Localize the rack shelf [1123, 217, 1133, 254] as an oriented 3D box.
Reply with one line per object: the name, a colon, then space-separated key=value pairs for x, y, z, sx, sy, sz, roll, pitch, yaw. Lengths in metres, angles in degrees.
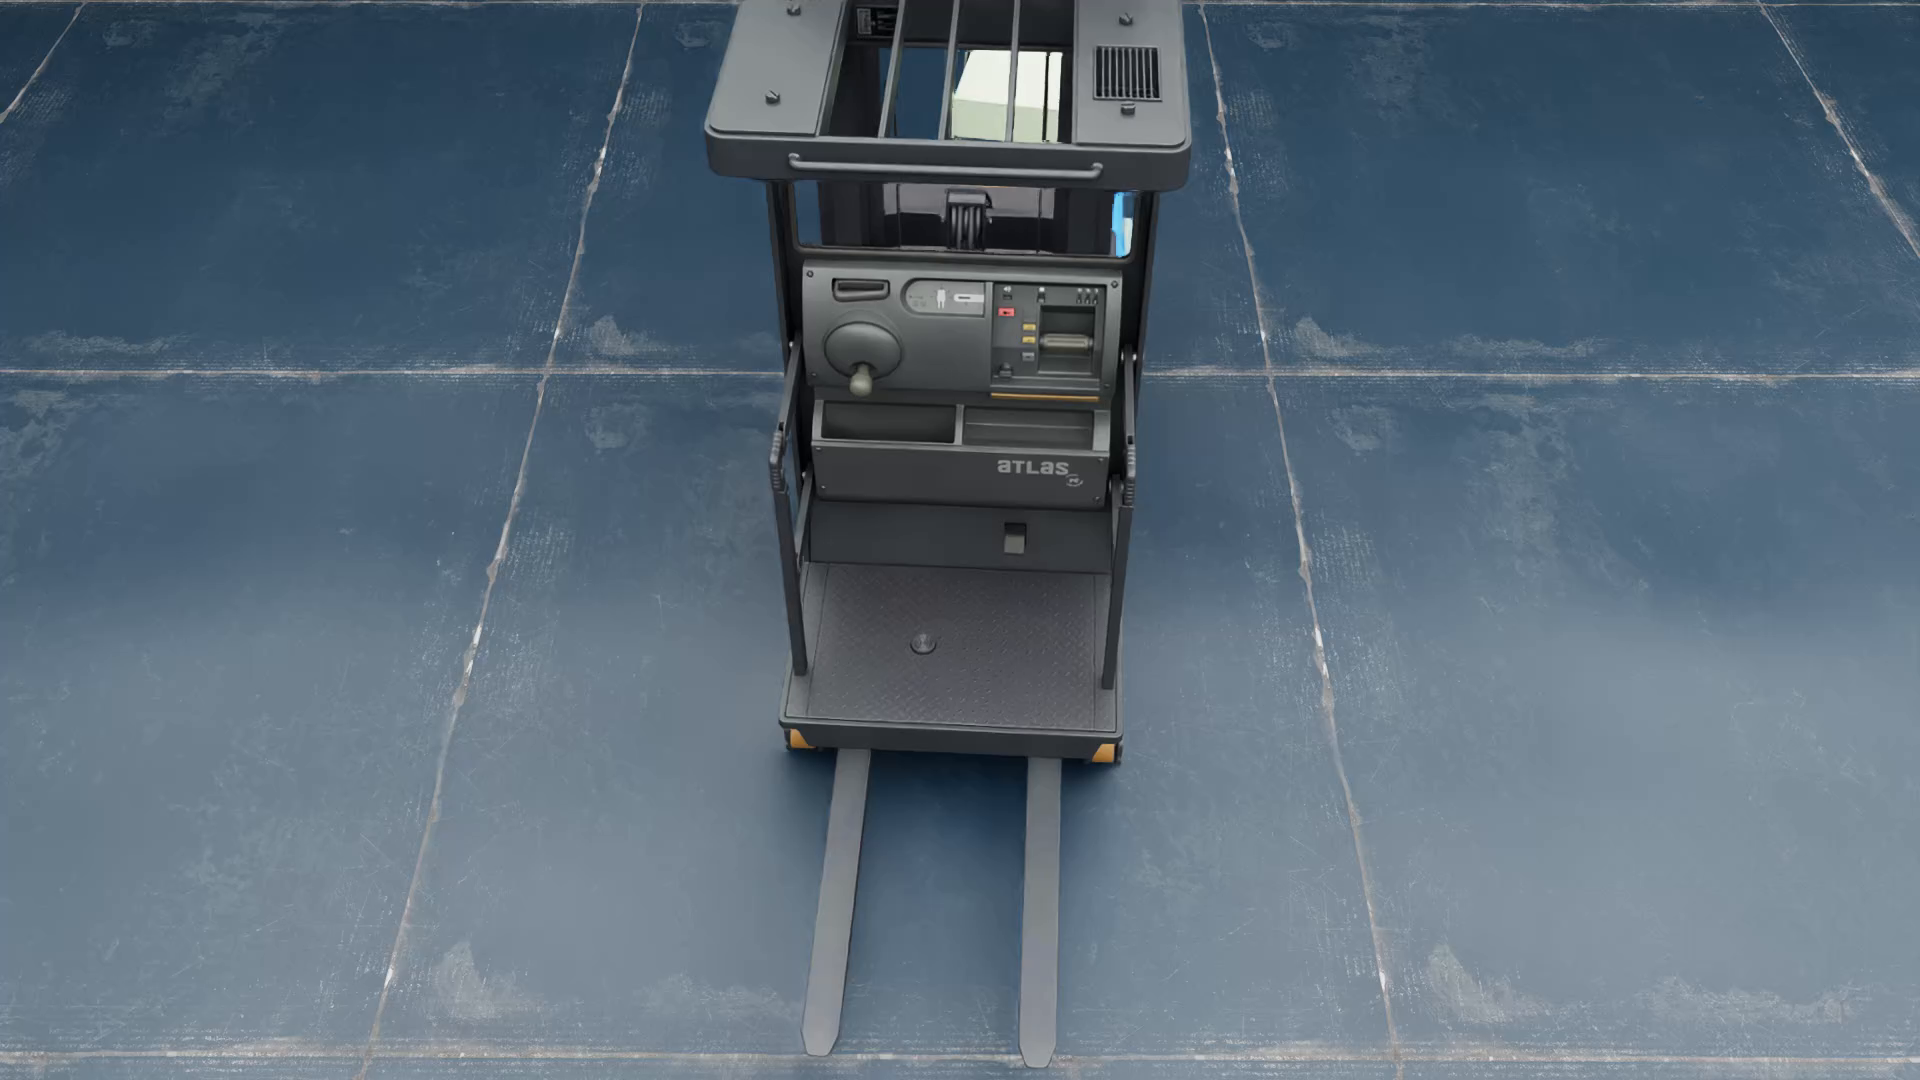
rack shelf: x=0.355 y=-1.081 z=6.677 sx=0.720 sy=0.370 sz=0.431 roll=8 pitch=48 yaw=8

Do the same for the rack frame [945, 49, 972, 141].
rack frame: x=-0.004 y=-1.356 z=6.487 sx=0.023 sy=1.500 sz=0.400 roll=8 pitch=48 yaw=8

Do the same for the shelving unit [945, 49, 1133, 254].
shelving unit: x=0.355 y=-1.303 z=6.438 sx=0.755 sy=1.500 sz=0.431 roll=8 pitch=48 yaw=8

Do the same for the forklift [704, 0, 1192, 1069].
forklift: x=-0.006 y=-0.509 z=4.722 sx=1.130 sy=2.935 sz=3.031 roll=2 pitch=47 yaw=2

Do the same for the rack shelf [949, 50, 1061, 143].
rack shelf: x=0.355 y=-1.569 z=6.153 sx=0.720 sy=0.370 sz=0.431 roll=8 pitch=48 yaw=8
